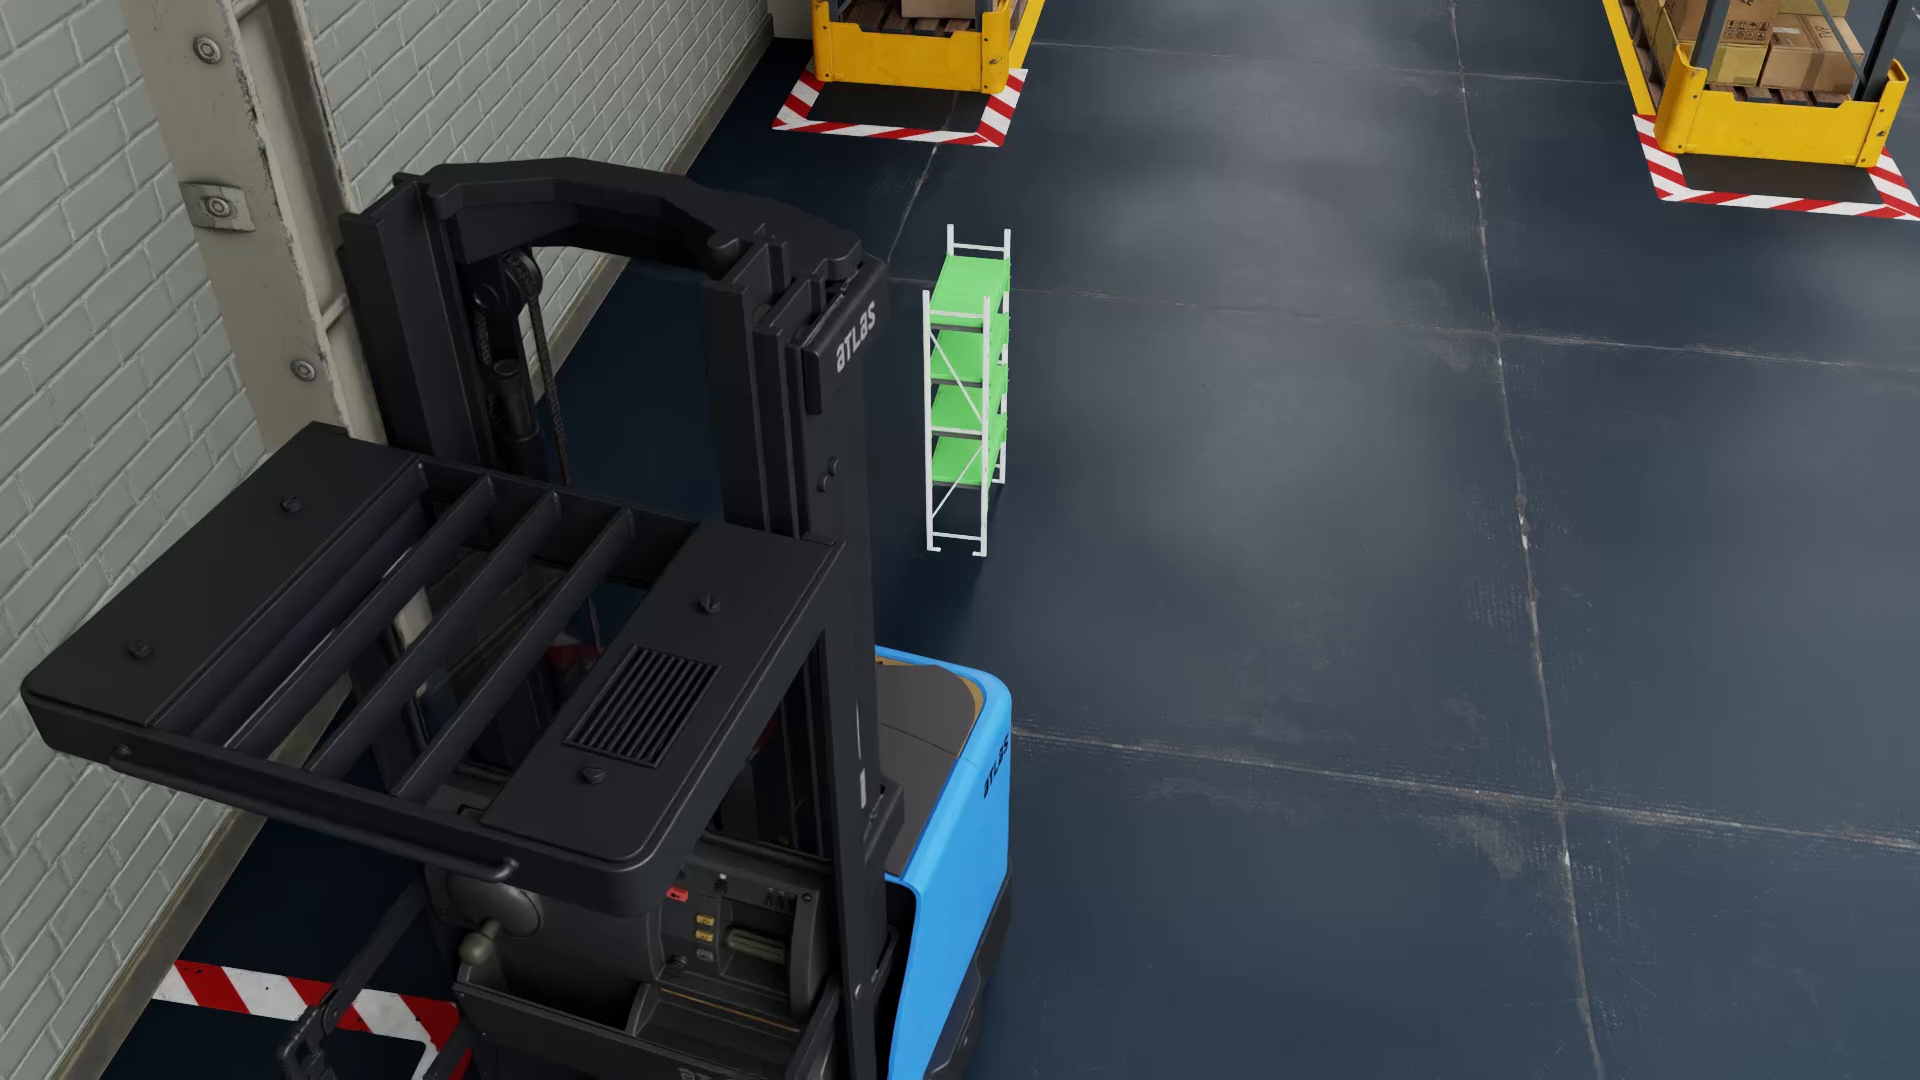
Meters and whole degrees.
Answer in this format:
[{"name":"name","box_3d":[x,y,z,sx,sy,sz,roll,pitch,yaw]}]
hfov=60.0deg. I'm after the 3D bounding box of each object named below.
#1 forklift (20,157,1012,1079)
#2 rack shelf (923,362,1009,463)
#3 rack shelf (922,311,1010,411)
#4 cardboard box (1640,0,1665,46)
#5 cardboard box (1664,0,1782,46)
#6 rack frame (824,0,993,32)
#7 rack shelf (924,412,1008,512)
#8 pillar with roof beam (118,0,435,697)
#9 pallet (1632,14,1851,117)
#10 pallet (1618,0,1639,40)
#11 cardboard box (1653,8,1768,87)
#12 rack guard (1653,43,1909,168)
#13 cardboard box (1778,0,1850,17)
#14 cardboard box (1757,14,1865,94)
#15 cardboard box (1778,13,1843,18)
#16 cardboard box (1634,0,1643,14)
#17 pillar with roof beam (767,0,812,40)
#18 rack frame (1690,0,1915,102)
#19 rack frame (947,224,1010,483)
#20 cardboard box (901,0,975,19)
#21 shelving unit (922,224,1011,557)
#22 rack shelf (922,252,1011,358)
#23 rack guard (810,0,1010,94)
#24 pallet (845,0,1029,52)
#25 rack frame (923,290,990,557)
[{"name":"forklift","box_3d":[-0.805,0.863,3.405,1.130,2.935,3.031,12,41,15]},{"name":"rack shelf","box_3d":[0.029,-0.517,6.534,0.258,0.148,0.480,6,40,8]},{"name":"rack shelf","box_3d":[0.029,-0.702,6.381,0.258,0.148,0.480,6,40,8]},{"name":"cardboard box","box_3d":[4.447,-3.197,10.091,0.500,0.250,0.500,6,40,8]},{"name":"cardboard box","box_3d":[4.371,-3.171,9.472,0.500,0.500,0.500,6,40,8]},{"name":"rack frame","box_3d":[-0.309,-3.955,9.179,1.000,3.000,0.127,6,40,8]},{"name":"rack shelf","box_3d":[0.029,-0.332,6.687,0.258,0.148,0.480,6,40,8]},{"name":"pillar with roof beam","box_3d":[2.162,-2.561,2.786,9.100,9.000,0.400,6,40,8]},{"name":"pallet","box_3d":[4.662,-2.821,9.996,1.003,0.211,1.213,6,40,8]},{"name":"pallet","box_3d":[4.875,-3.584,10.919,1.003,0.211,1.213,6,40,8]},{"name":"cardboard box","box_3d":[4.373,-2.882,9.710,0.500,0.250,0.500,6,40,8]},{"name":"rack guard","box_3d":[4.567,-2.432,9.300,1.175,0.500,0.348,6,40,8]},{"name":"cardboard box","box_3d":[4.967,-3.428,9.782,0.500,0.500,0.500,6,40,8]},{"name":"cardboard box","box_3d":[4.883,-2.825,9.641,0.500,0.250,0.500,6,40,8]},{"name":"cardboard box","box_3d":[4.966,-3.139,10.021,0.500,0.250,0.500,6,40,8]},{"name":"cardboard box","box_3d":[4.532,-3.511,10.471,0.500,0.250,0.500,6,40,8]},{"name":"pillar with roof beam","box_3d":[3.200,-6.327,7.340,9.100,9.000,0.400,6,40,8]},{"name":"rack frame","box_3d":[4.571,-3.411,8.521,1.000,3.000,0.127,6,40,8]},{"name":"rack frame","box_3d":[0.071,-0.719,6.679,0.240,1.200,0.015,6,40,8]},{"name":"cardboard box","box_3d":[-0.100,-3.512,10.409,0.500,0.311,0.500,2,40,3]},{"name":"shelving unit","box_3d":[0.029,-0.566,6.493,0.258,1.200,0.503,6,40,8]},{"name":"rack shelf","box_3d":[0.029,-0.887,6.228,0.258,0.148,0.480,6,40,8]},{"name":"rack guard","box_3d":[-0.296,-3.039,10.033,1.175,0.500,0.348,6,40,8]},{"name":"pallet","box_3d":[-0.120,-3.434,10.737,1.003,0.211,1.213,6,40,8]},{"name":"rack frame","box_3d":[-0.014,-0.413,6.308,0.240,1.200,0.015,6,40,8]}]
